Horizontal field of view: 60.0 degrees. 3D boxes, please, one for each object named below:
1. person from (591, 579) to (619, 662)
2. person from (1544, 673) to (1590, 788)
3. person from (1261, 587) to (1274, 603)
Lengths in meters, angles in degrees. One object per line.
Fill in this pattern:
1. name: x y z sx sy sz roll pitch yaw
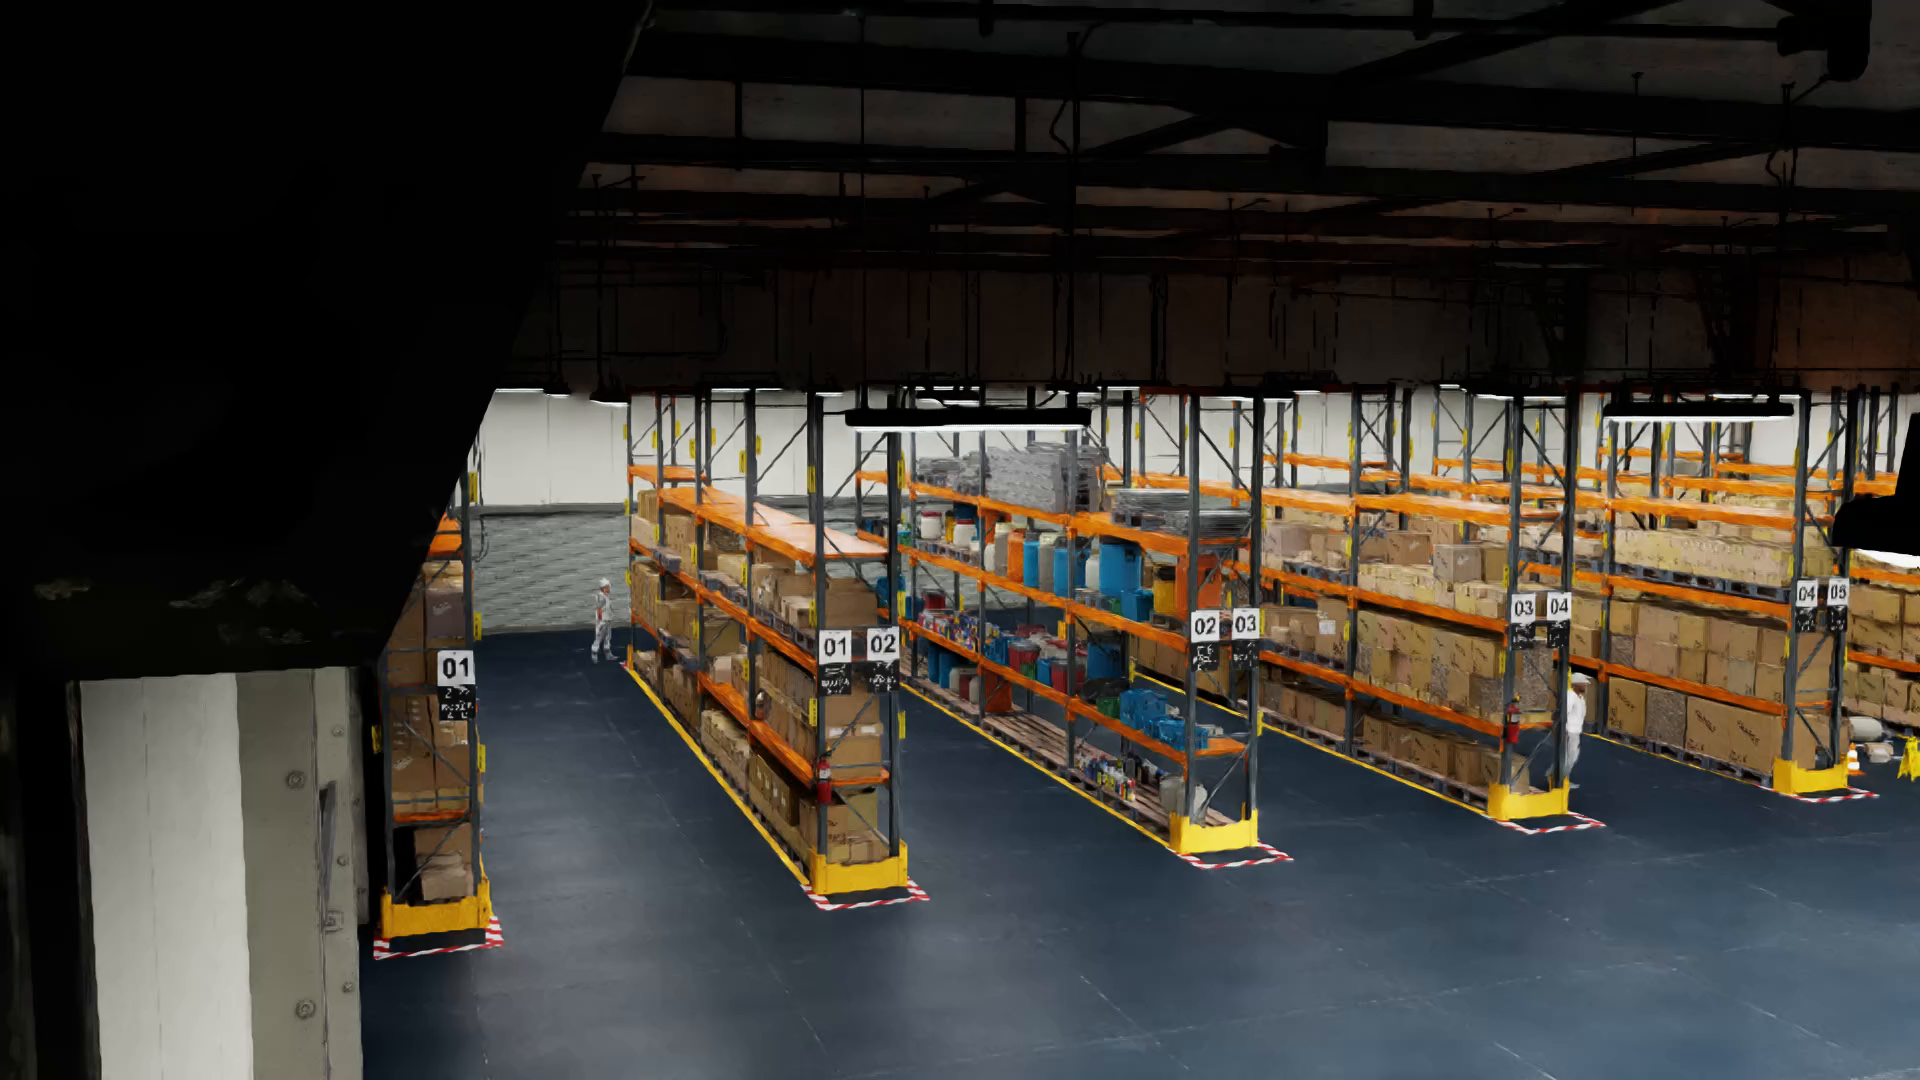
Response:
1. person: -7.694 1.737 35.912 0.527 1.791 0.655 0 6 2
2. person: 9.169 2.872 25.110 0.570 1.756 0.613 4 7 34
3. person: 7.670 1.194 41.610 0.560 1.713 0.589 3 7 28
